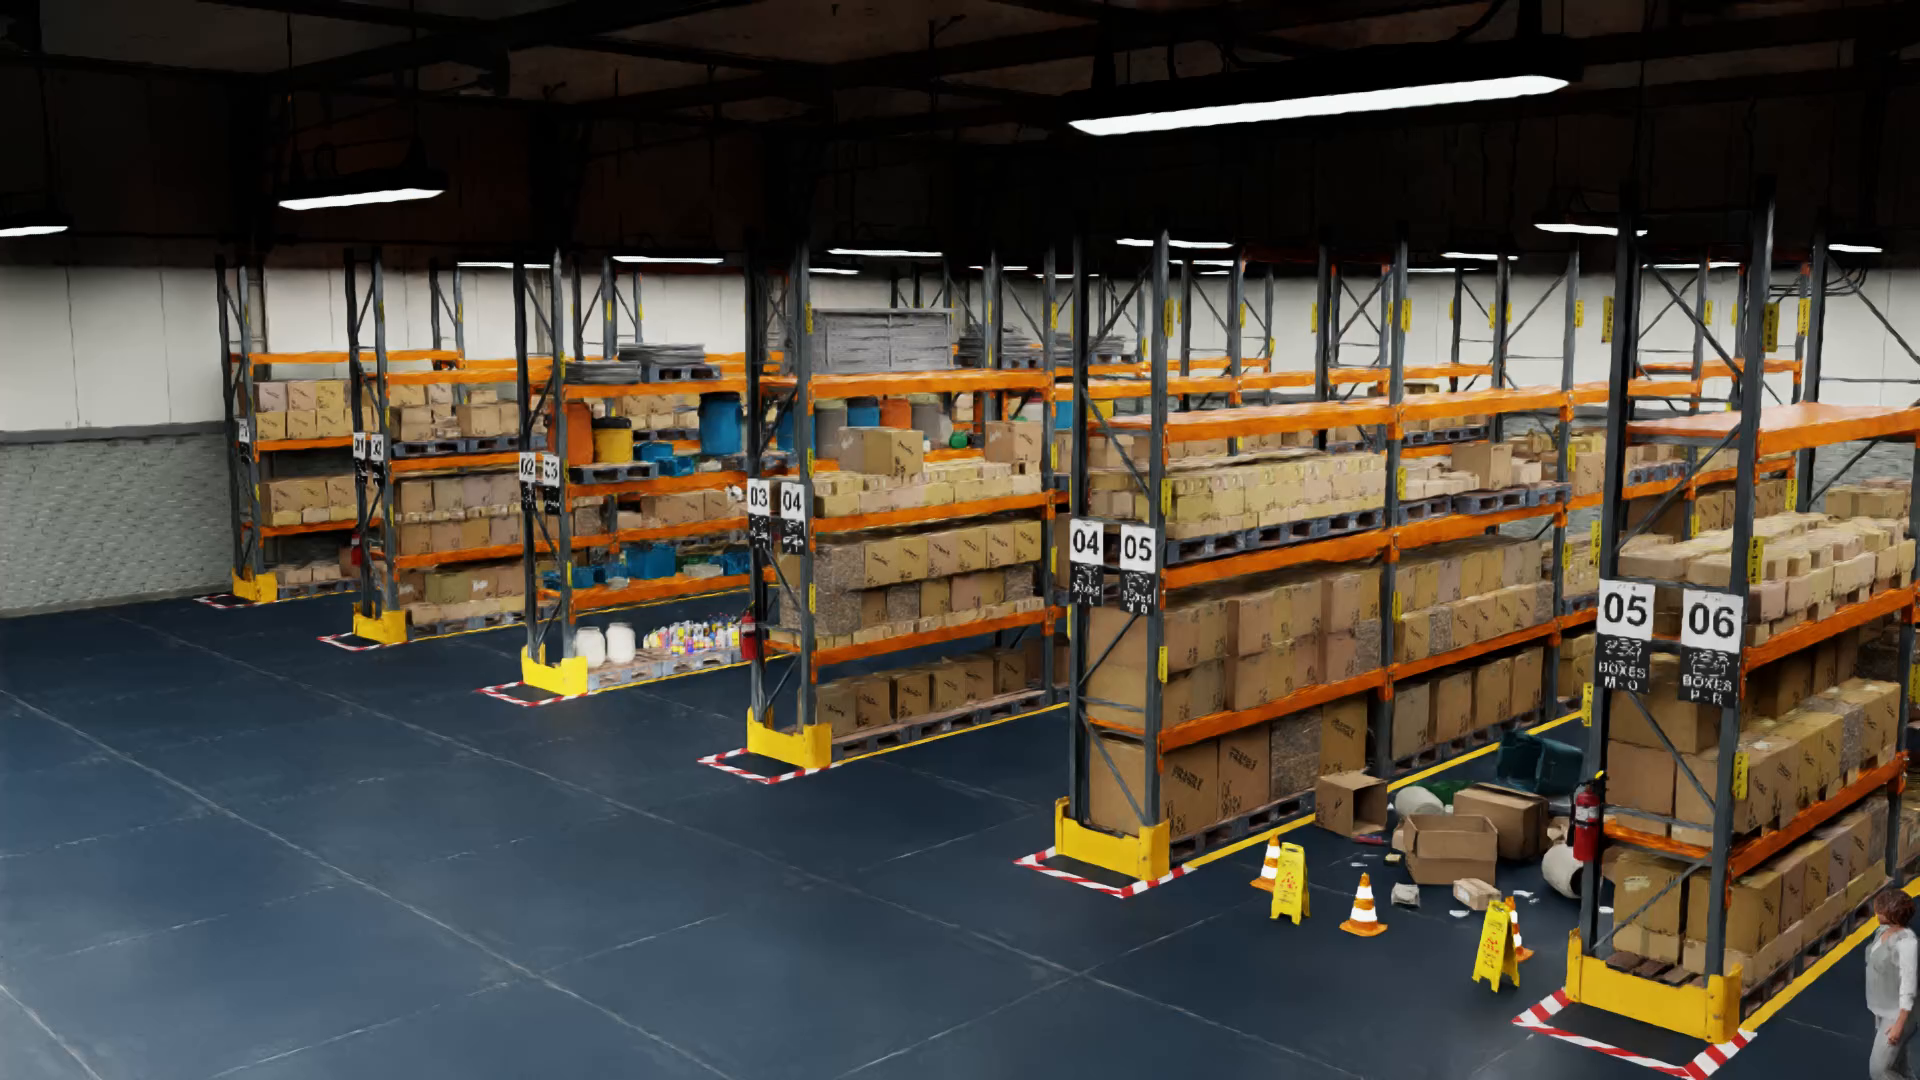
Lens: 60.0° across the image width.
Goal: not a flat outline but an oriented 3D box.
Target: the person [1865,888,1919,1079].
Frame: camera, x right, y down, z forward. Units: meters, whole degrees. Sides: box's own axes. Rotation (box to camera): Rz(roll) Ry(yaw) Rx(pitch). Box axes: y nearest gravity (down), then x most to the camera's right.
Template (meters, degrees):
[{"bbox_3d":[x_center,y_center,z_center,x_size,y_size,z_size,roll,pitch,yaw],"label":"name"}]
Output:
[{"bbox_3d":[5.787,2.938,10.230,0.392,1.589,0.550,2,8,12],"label":"person"}]

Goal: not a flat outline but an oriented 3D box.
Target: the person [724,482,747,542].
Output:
[{"bbox_3d":[-4.761,-0.575,34.846,0.490,1.590,0.999,6,10,36],"label":"person"}]
